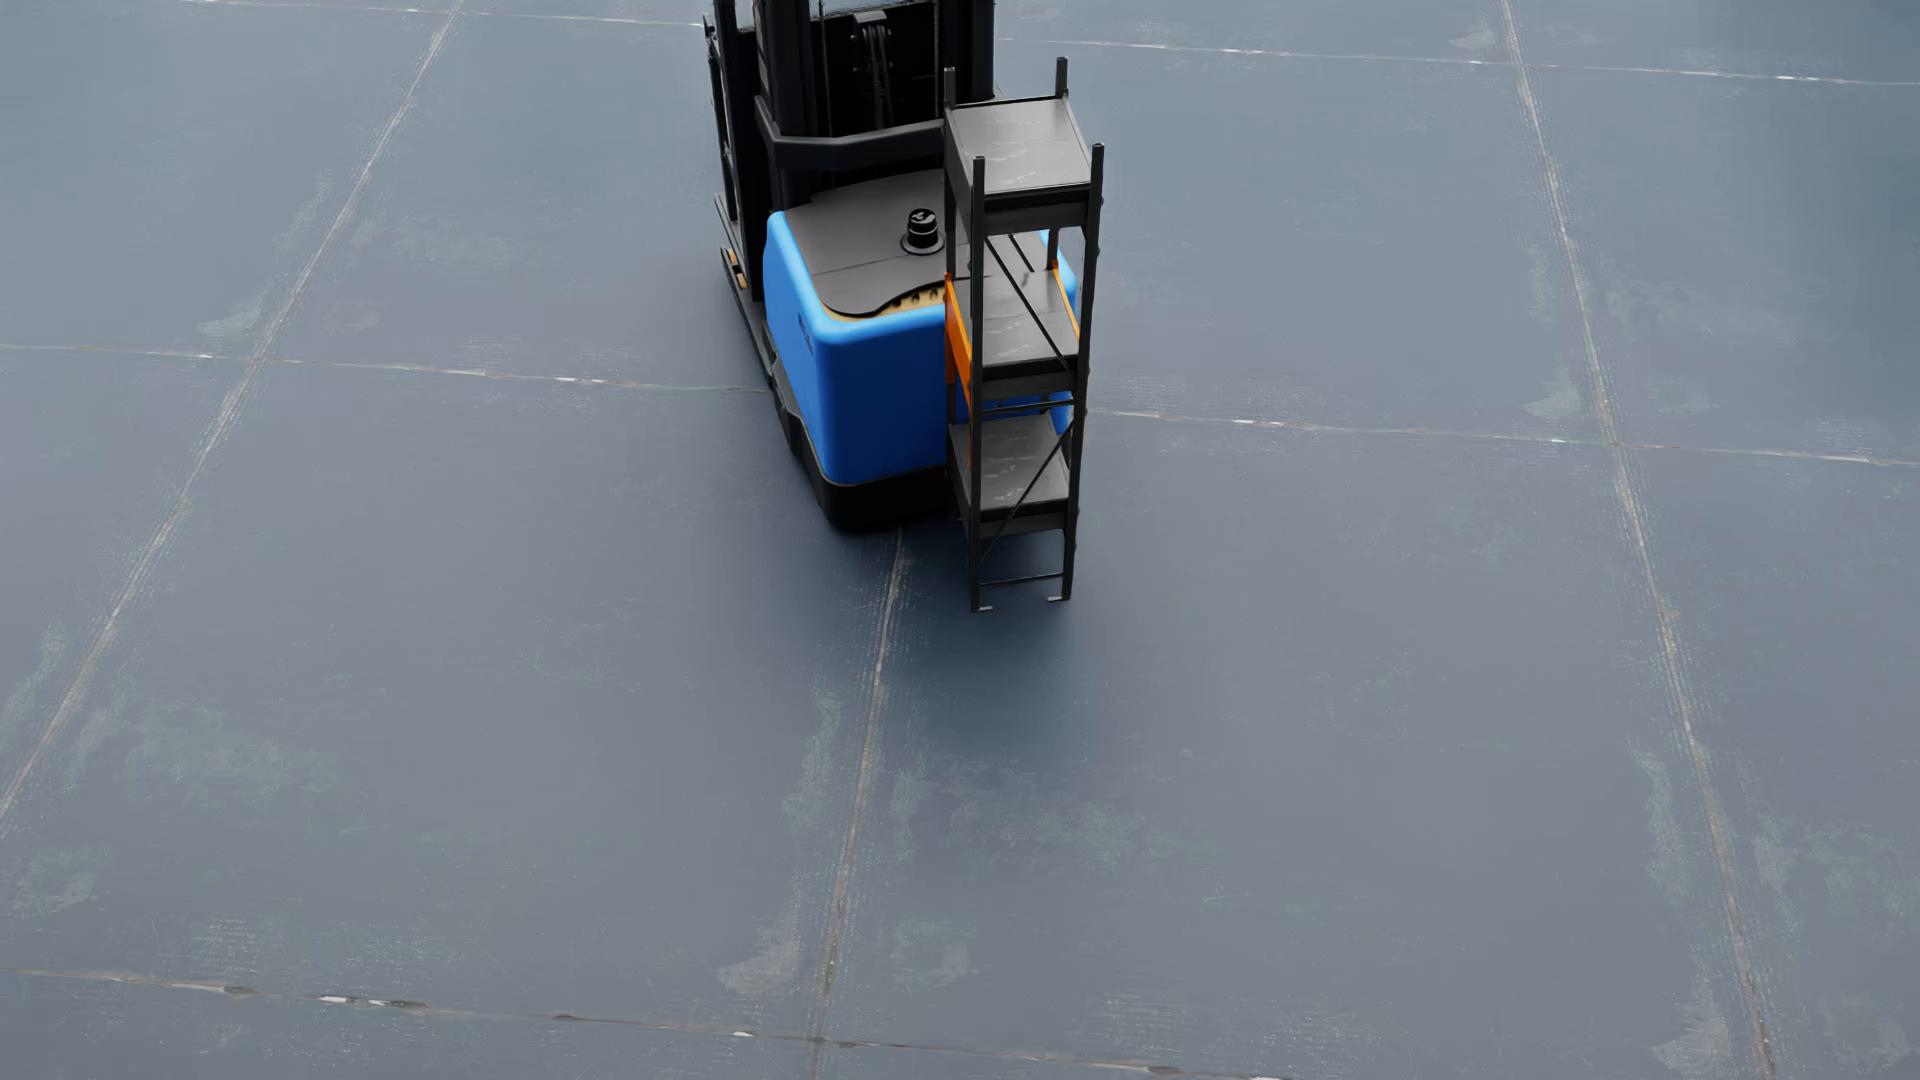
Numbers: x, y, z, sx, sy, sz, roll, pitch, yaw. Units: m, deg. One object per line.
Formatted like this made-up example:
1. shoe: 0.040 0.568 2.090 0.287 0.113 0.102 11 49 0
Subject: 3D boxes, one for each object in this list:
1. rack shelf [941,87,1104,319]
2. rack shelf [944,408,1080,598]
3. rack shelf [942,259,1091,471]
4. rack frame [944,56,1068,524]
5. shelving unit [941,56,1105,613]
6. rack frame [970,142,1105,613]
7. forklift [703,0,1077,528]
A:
1. rack shelf: 0.192 -1.094 5.398 0.431 0.518 0.480 -8 48 -7
2. rack shelf: 0.192 -0.149 6.431 0.431 0.518 0.480 -8 48 -7
3. rack shelf: 0.192 -0.622 5.914 0.431 0.518 0.480 -8 48 -7
4. rack frame: 0.147 -0.808 6.066 0.400 2.100 0.015 -8 48 -7
5. shelving unit: 0.192 -0.631 5.904 0.431 2.100 0.503 -8 48 -7
6. rack frame: 0.236 -0.454 5.742 0.400 2.100 0.015 -8 48 -7
7. forklift: -0.486 -2.151 6.731 1.130 2.935 3.031 -14 49 -12
